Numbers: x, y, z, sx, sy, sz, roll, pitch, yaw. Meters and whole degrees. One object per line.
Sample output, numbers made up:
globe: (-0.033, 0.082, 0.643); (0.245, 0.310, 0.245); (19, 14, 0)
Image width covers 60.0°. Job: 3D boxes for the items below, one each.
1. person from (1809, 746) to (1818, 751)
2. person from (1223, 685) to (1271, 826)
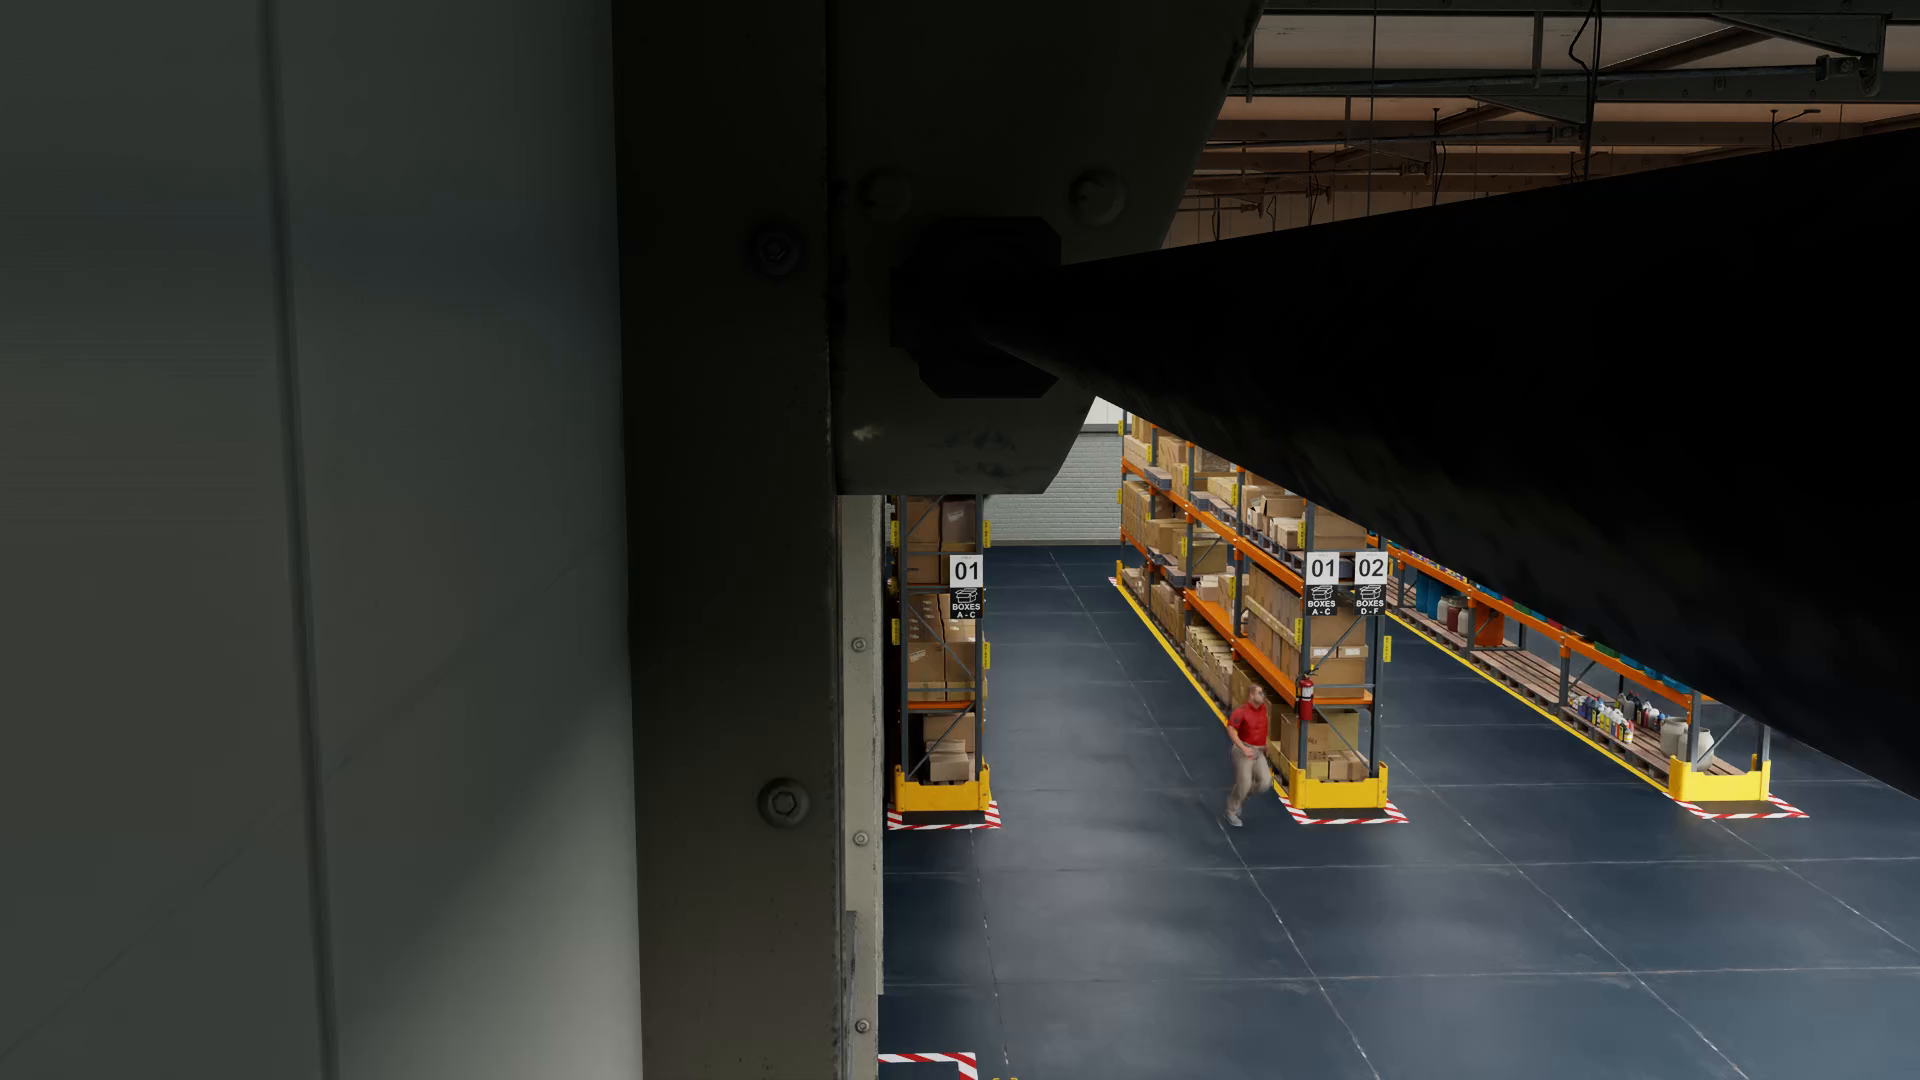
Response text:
person: (12.007, 2.229, 22.578); (0.616, 1.641, 0.848); (-3, 9, -20)
person: (3.528, 2.577, 20.049); (0.714, 1.671, 0.509); (-7, 11, -37)
